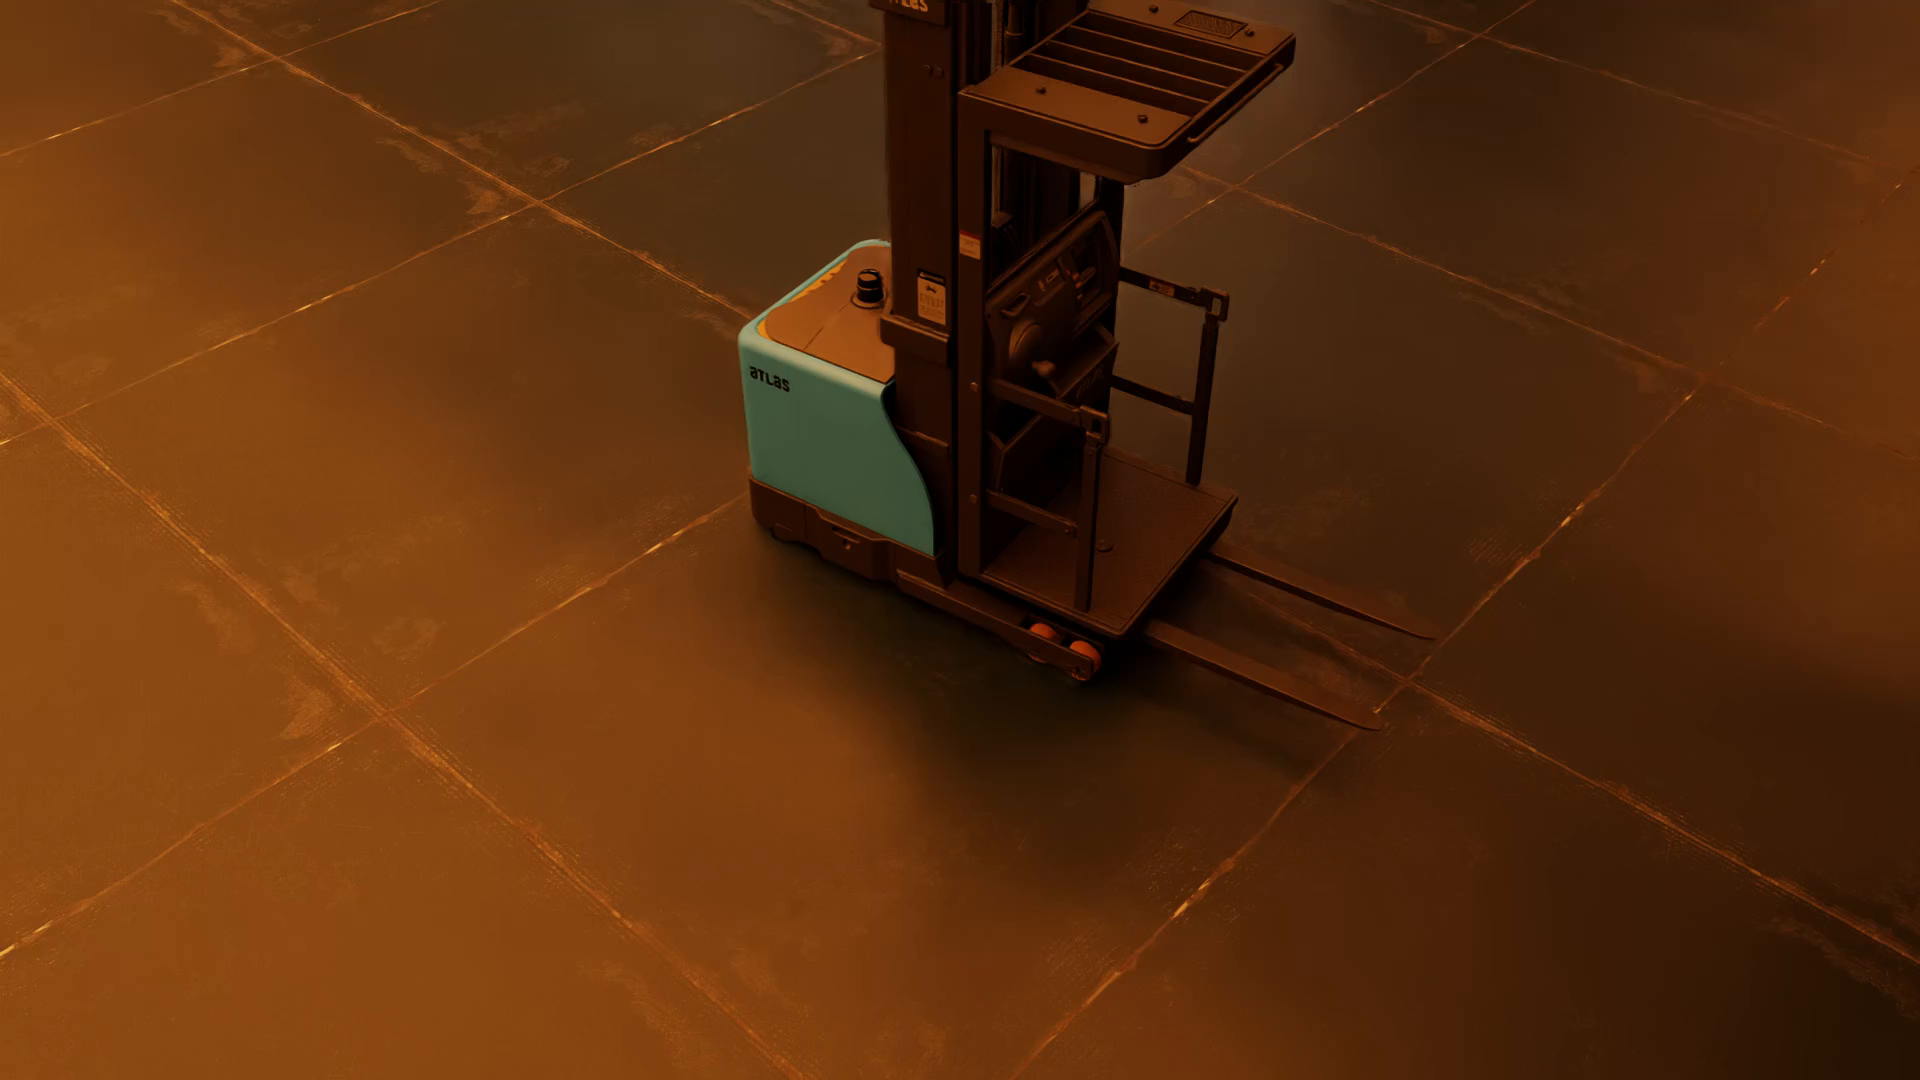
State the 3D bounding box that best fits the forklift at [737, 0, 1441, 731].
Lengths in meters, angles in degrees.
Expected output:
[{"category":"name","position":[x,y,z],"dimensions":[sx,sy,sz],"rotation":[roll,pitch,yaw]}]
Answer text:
[{"category":"forklift","position":[0.546,-0.920,6.501],"dimensions":[3.031,2.935,1.130],"rotation":[23,46,24]}]
